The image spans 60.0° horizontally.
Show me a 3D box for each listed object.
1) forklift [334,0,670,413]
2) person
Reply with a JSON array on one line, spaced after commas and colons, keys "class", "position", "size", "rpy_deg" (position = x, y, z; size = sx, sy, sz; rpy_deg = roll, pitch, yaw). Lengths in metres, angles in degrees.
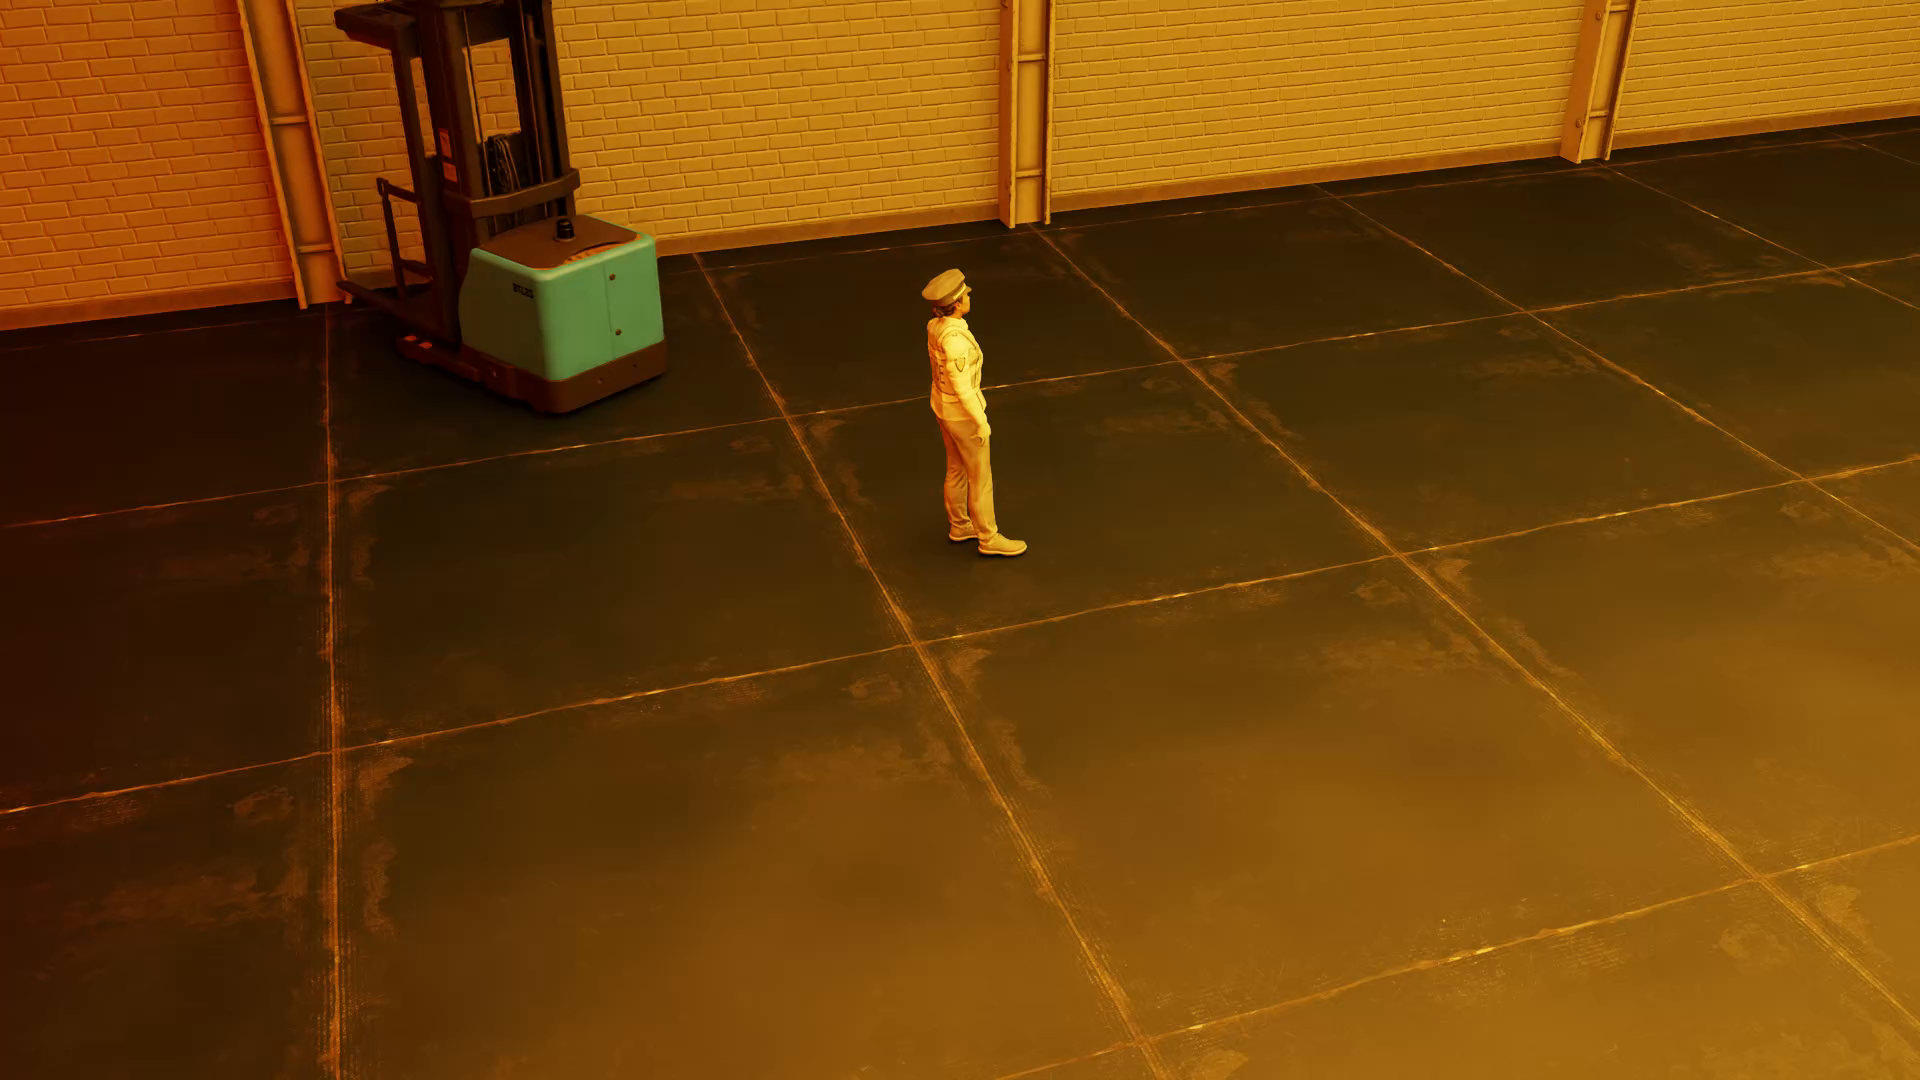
[{"class": "forklift", "position": [-3.553, -2.741, 11.852], "size": [3.031, 2.935, 1.130], "rpy_deg": [23, 37, 34]}, {"class": "person", "position": [0.065, -0.748, 9.613], "size": [0.533, 1.696, 0.588], "rpy_deg": [-10, 31, -16]}]
